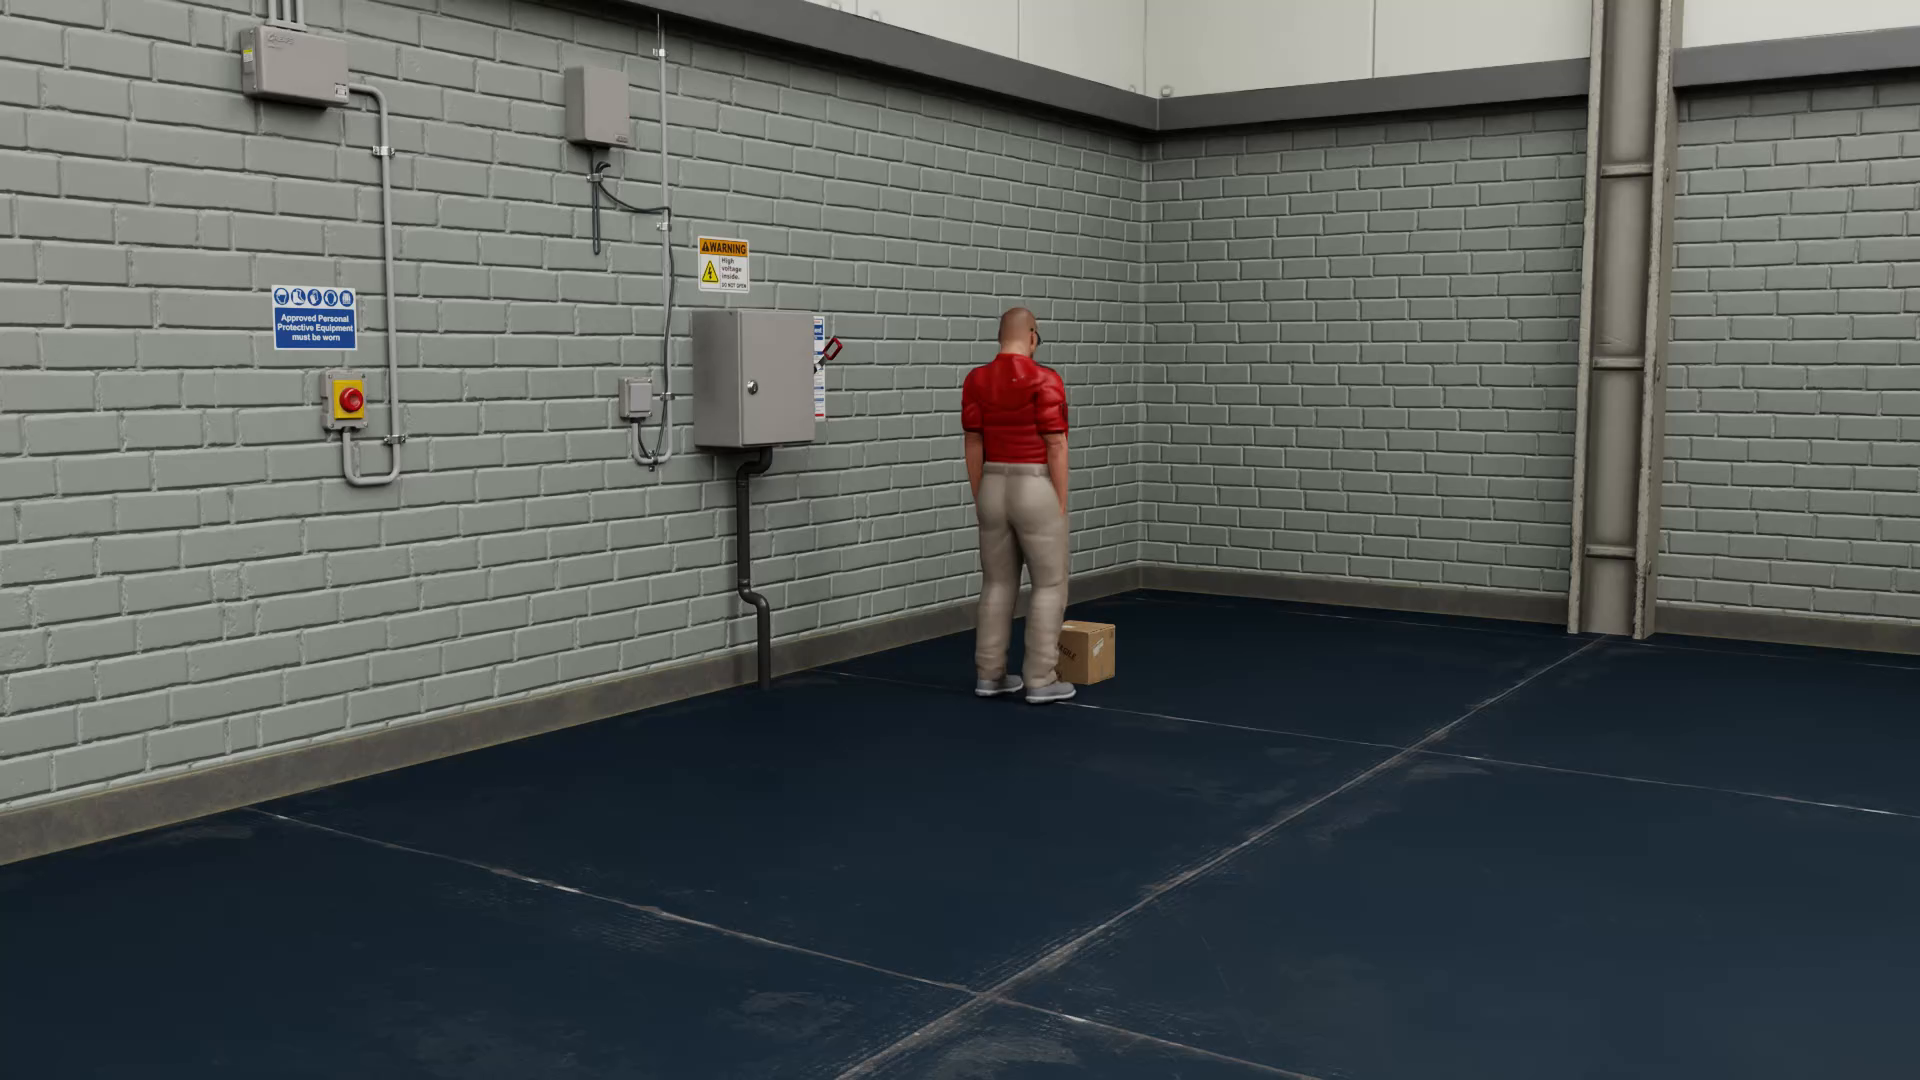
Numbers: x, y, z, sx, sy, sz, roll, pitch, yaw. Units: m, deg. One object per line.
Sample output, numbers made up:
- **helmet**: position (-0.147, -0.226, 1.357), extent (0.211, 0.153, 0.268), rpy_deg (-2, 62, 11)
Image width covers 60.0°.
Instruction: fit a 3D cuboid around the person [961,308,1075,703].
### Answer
- **person**: position (0.265, -0.157, 7.339), extent (0.530, 1.721, 0.358), rpy_deg (4, 8, 35)
